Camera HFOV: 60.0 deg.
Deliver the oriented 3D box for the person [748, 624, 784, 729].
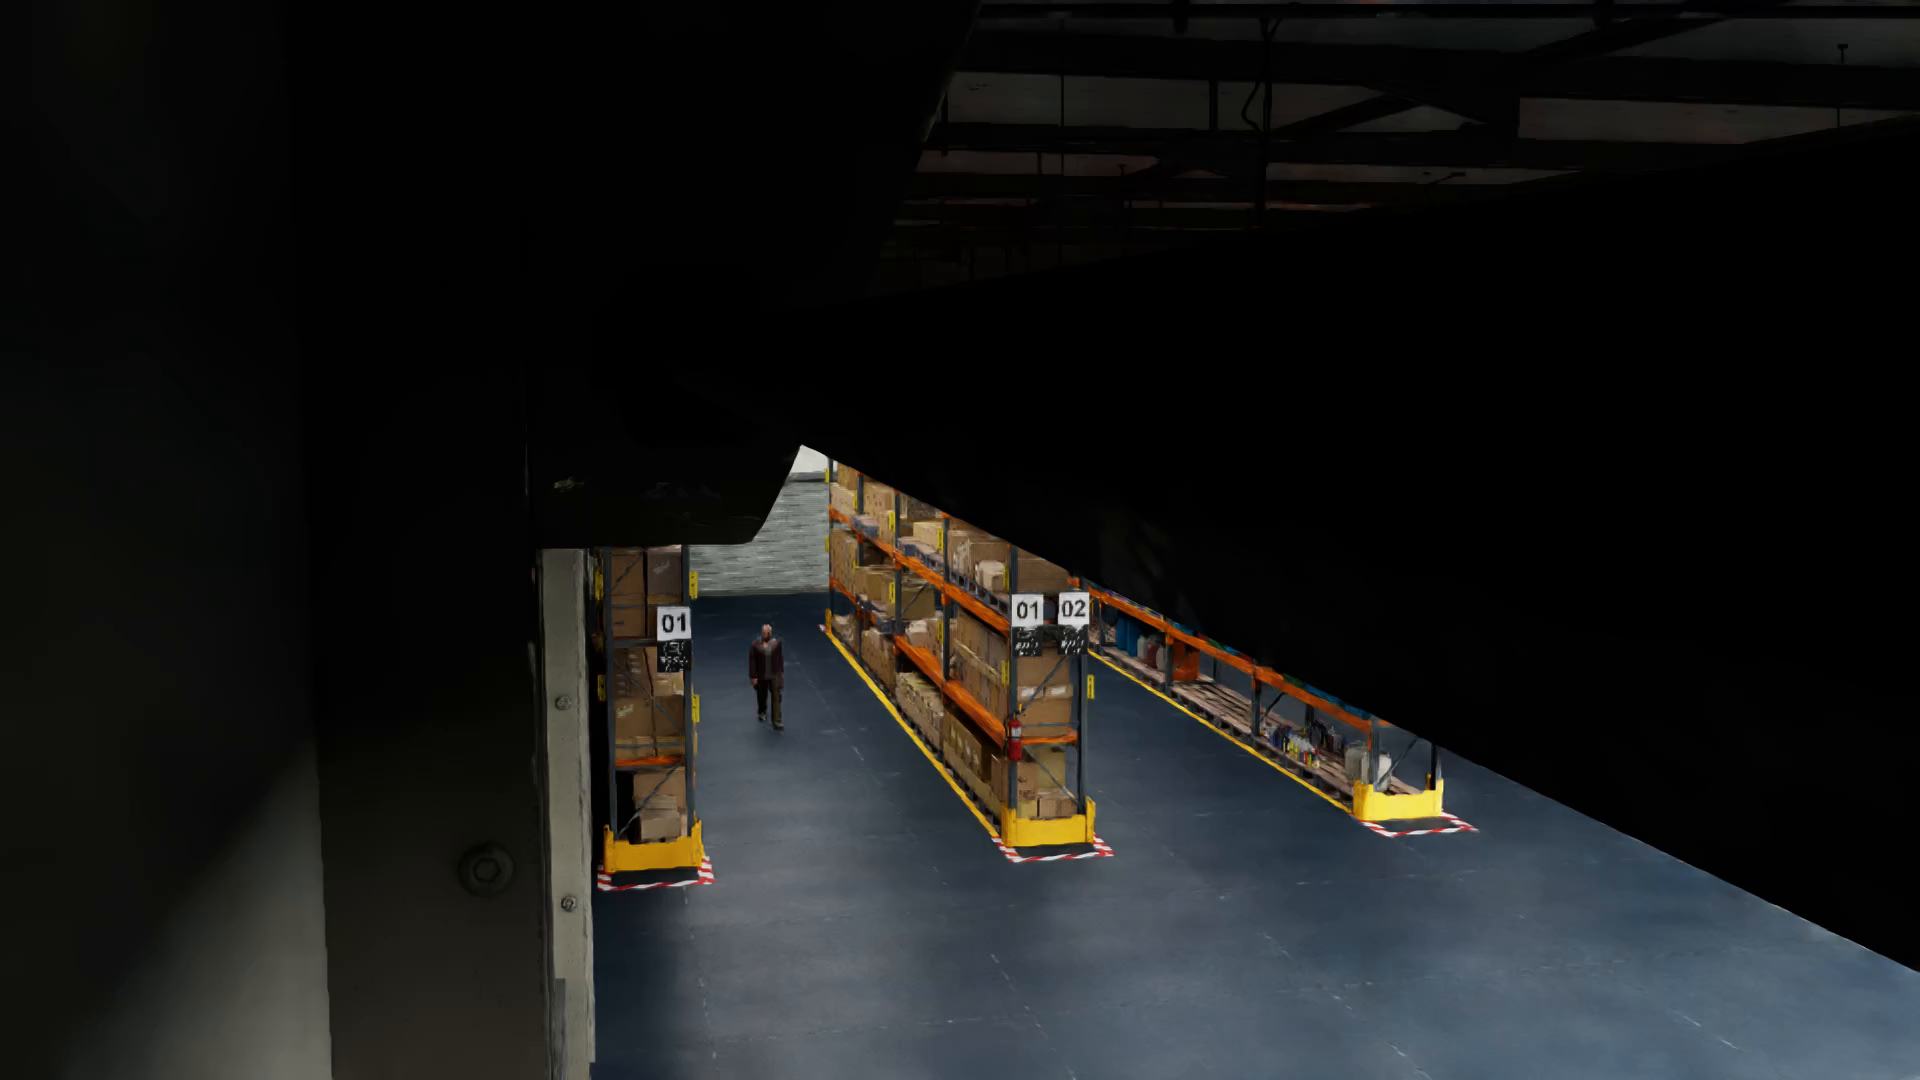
[{"bbox_3d":[-3.182,2.220,27.413,0.598,1.698,1.193,-1,7,-10],"label":"person"}]
